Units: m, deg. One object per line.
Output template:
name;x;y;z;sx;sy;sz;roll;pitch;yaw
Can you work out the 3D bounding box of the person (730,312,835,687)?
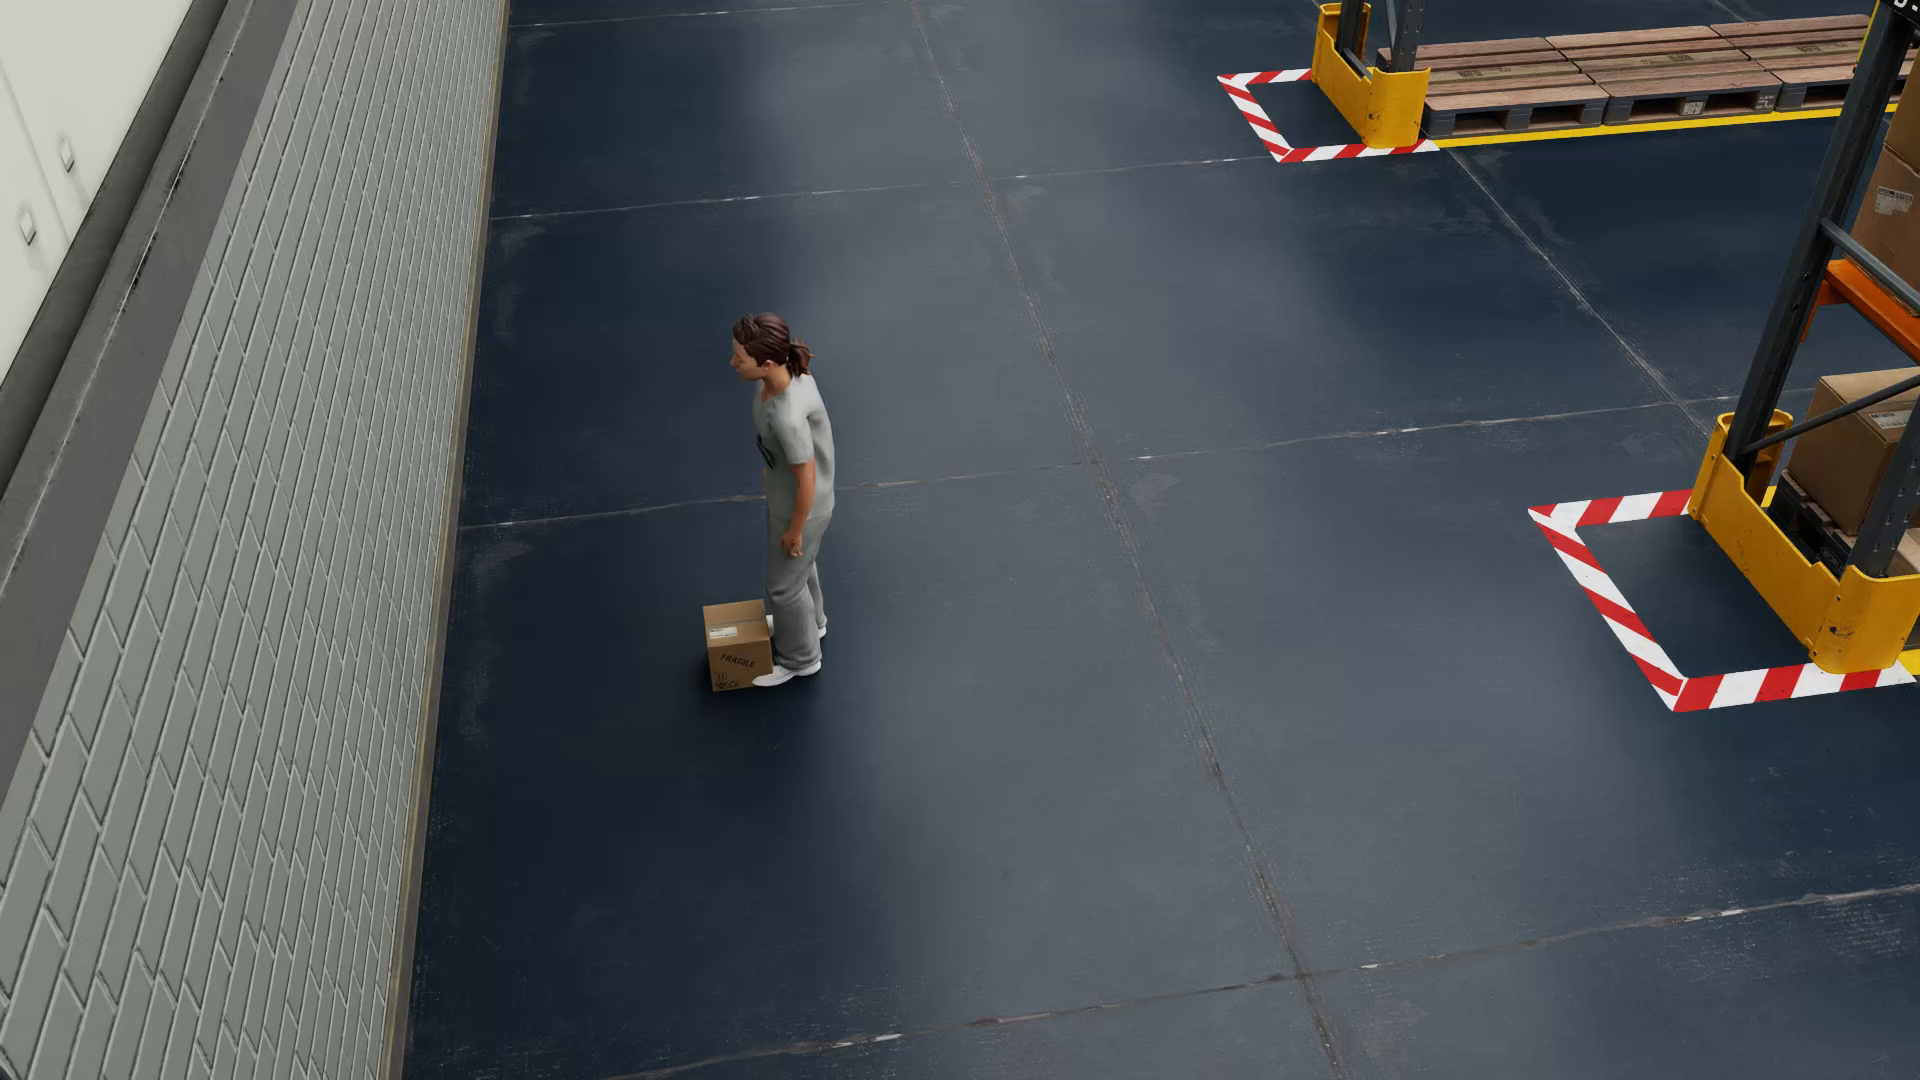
person;-0.683;-0.153;6.345;0.415;1.671;0.514;-9;40;-11
